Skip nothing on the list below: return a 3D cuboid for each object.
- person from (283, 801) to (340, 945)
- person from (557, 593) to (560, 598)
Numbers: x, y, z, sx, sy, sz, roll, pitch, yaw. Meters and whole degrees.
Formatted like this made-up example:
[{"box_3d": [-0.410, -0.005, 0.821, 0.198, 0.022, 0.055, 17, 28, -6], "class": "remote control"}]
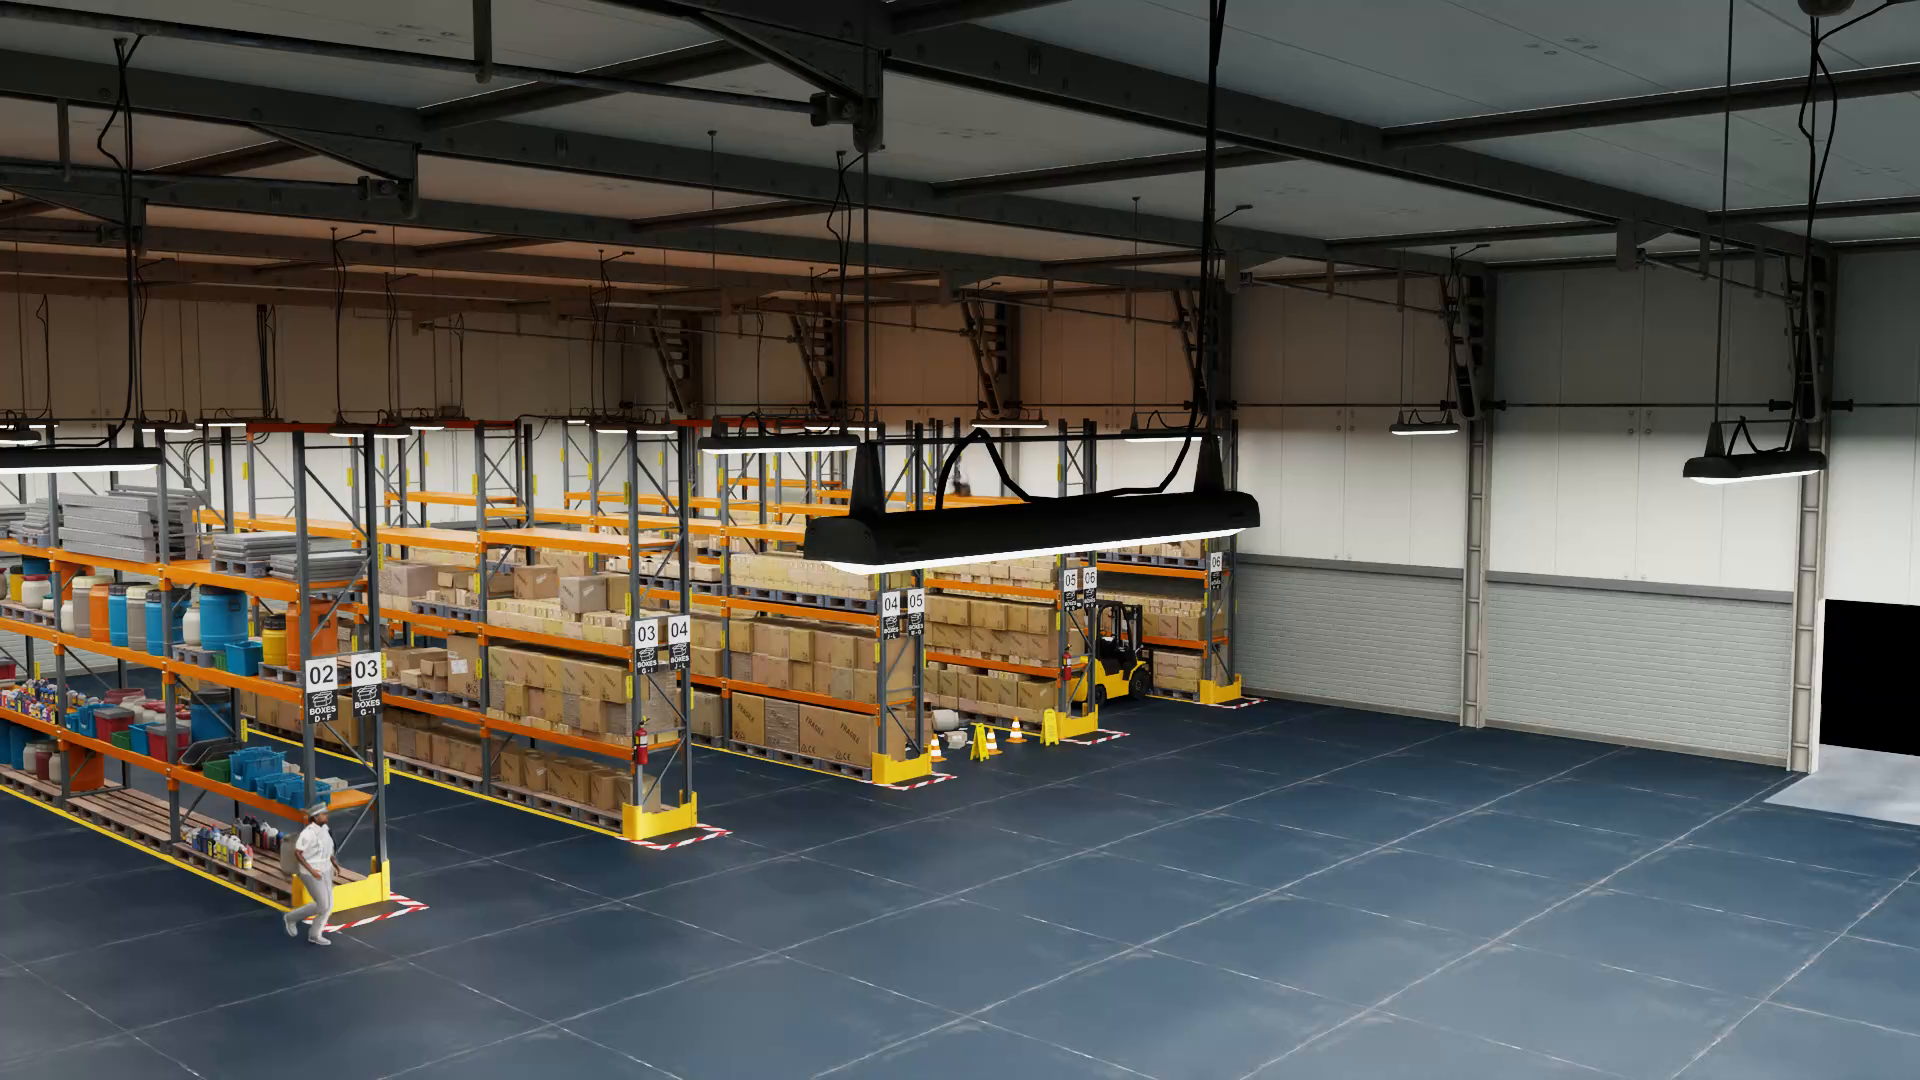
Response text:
[{"box_3d": [-7.646, 3.919, 19.655, 0.548, 1.665, 0.586, 1, 5, 6], "class": "person"}, {"box_3d": [-10.277, 1.923, 43.398, 0.883, 1.773, 0.735, -2, 5, -26], "class": "person"}]
